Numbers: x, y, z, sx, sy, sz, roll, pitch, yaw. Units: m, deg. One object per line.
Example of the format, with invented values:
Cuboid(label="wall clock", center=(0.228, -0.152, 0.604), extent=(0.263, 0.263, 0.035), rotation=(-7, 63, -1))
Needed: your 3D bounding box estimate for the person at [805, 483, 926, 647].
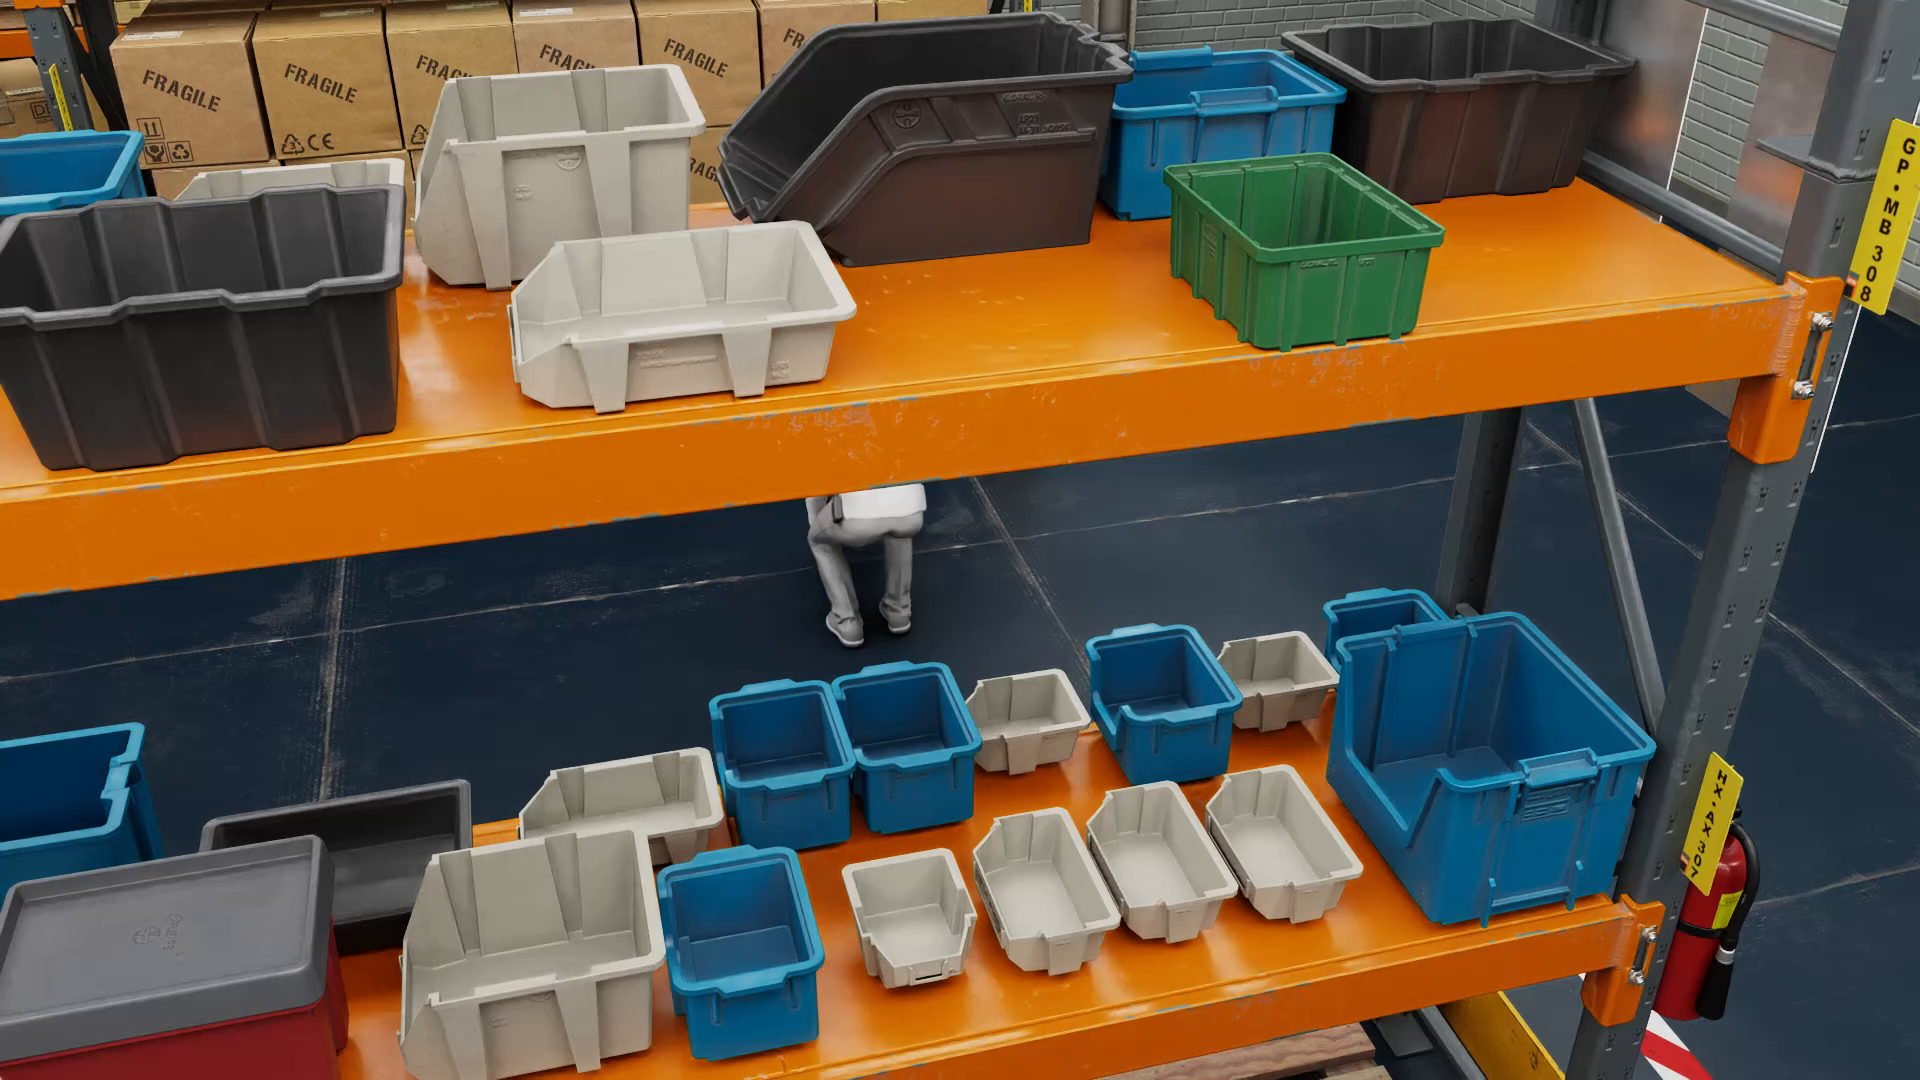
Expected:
Cuboid(label="person", center=(-0.425, -0.124, 7.010), extent=(0.460, 0.991, 0.917), rotation=(-9, 32, -15))
